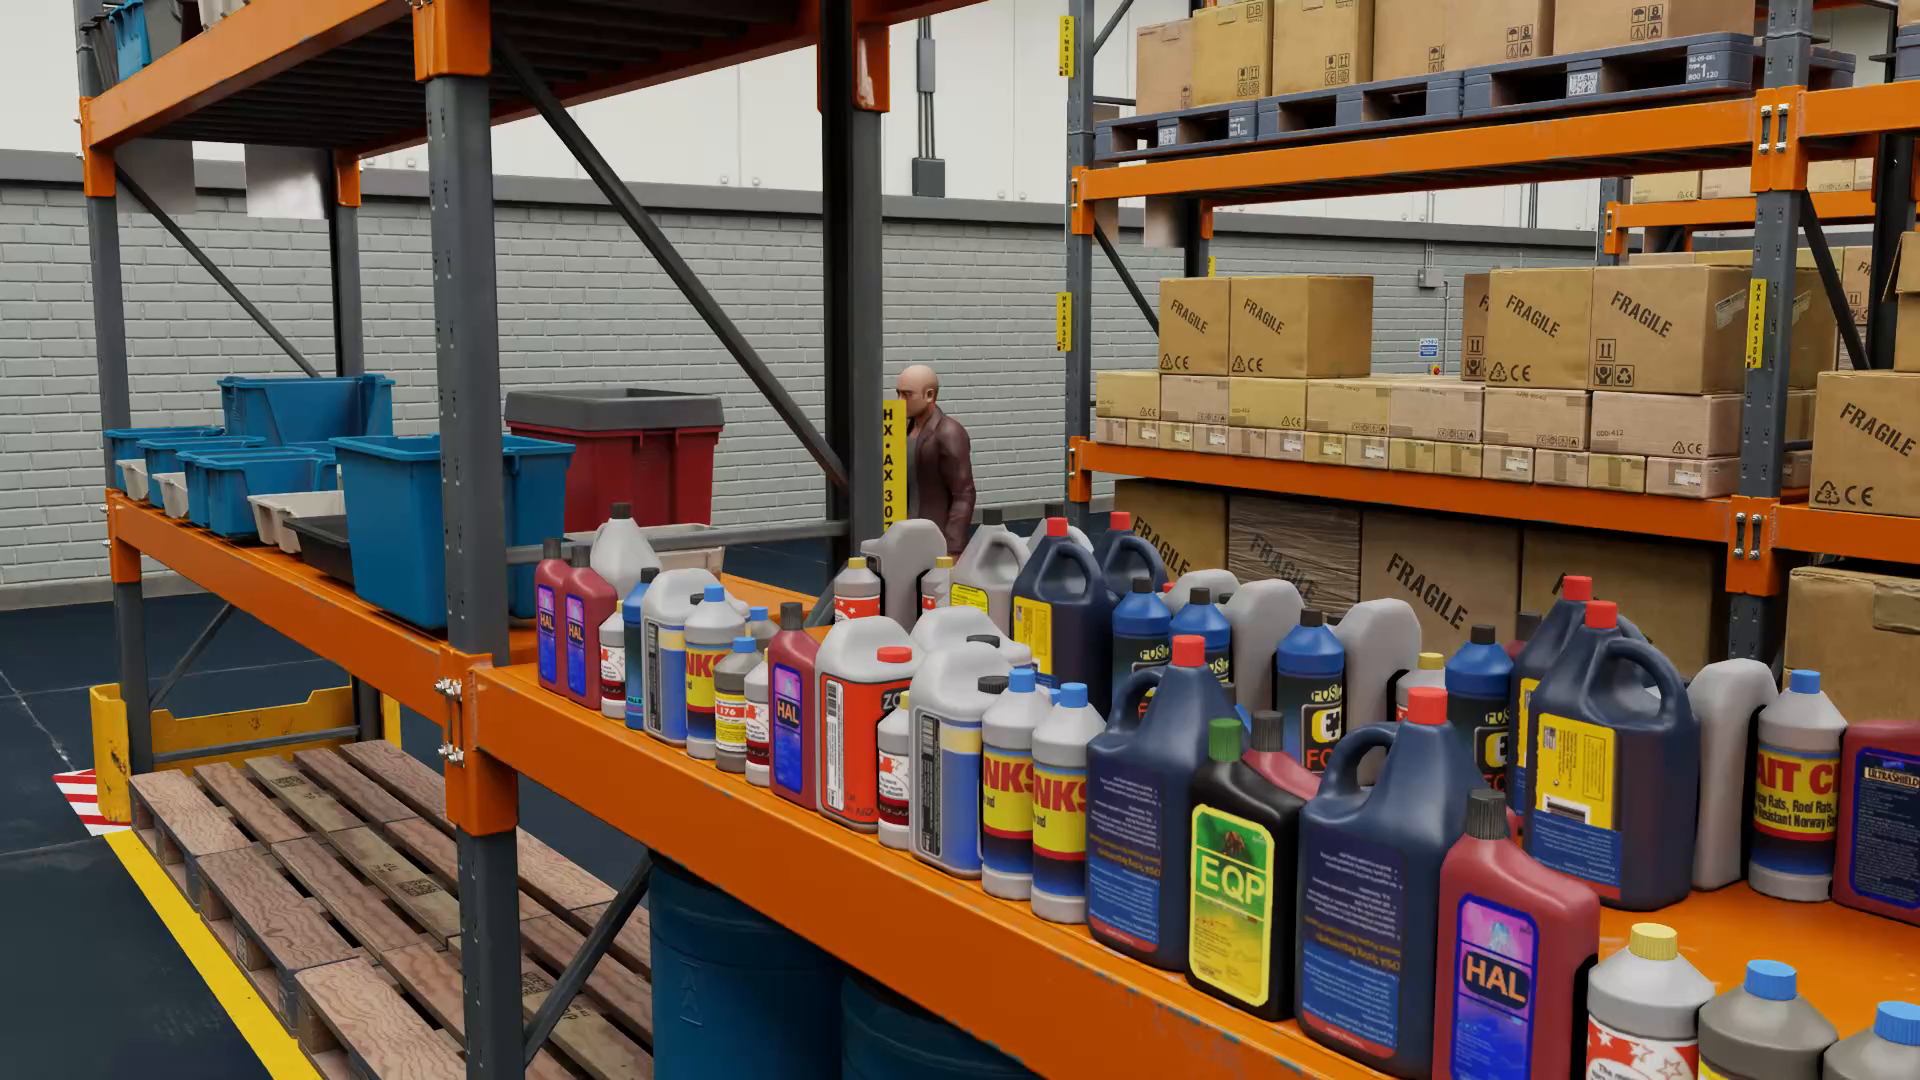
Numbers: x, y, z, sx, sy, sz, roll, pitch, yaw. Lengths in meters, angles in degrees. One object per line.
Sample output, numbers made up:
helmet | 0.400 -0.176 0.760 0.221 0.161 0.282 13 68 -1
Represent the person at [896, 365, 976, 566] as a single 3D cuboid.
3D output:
person | -0.173 0.135 8.031 0.424 1.592 0.643 -5 9 -35
